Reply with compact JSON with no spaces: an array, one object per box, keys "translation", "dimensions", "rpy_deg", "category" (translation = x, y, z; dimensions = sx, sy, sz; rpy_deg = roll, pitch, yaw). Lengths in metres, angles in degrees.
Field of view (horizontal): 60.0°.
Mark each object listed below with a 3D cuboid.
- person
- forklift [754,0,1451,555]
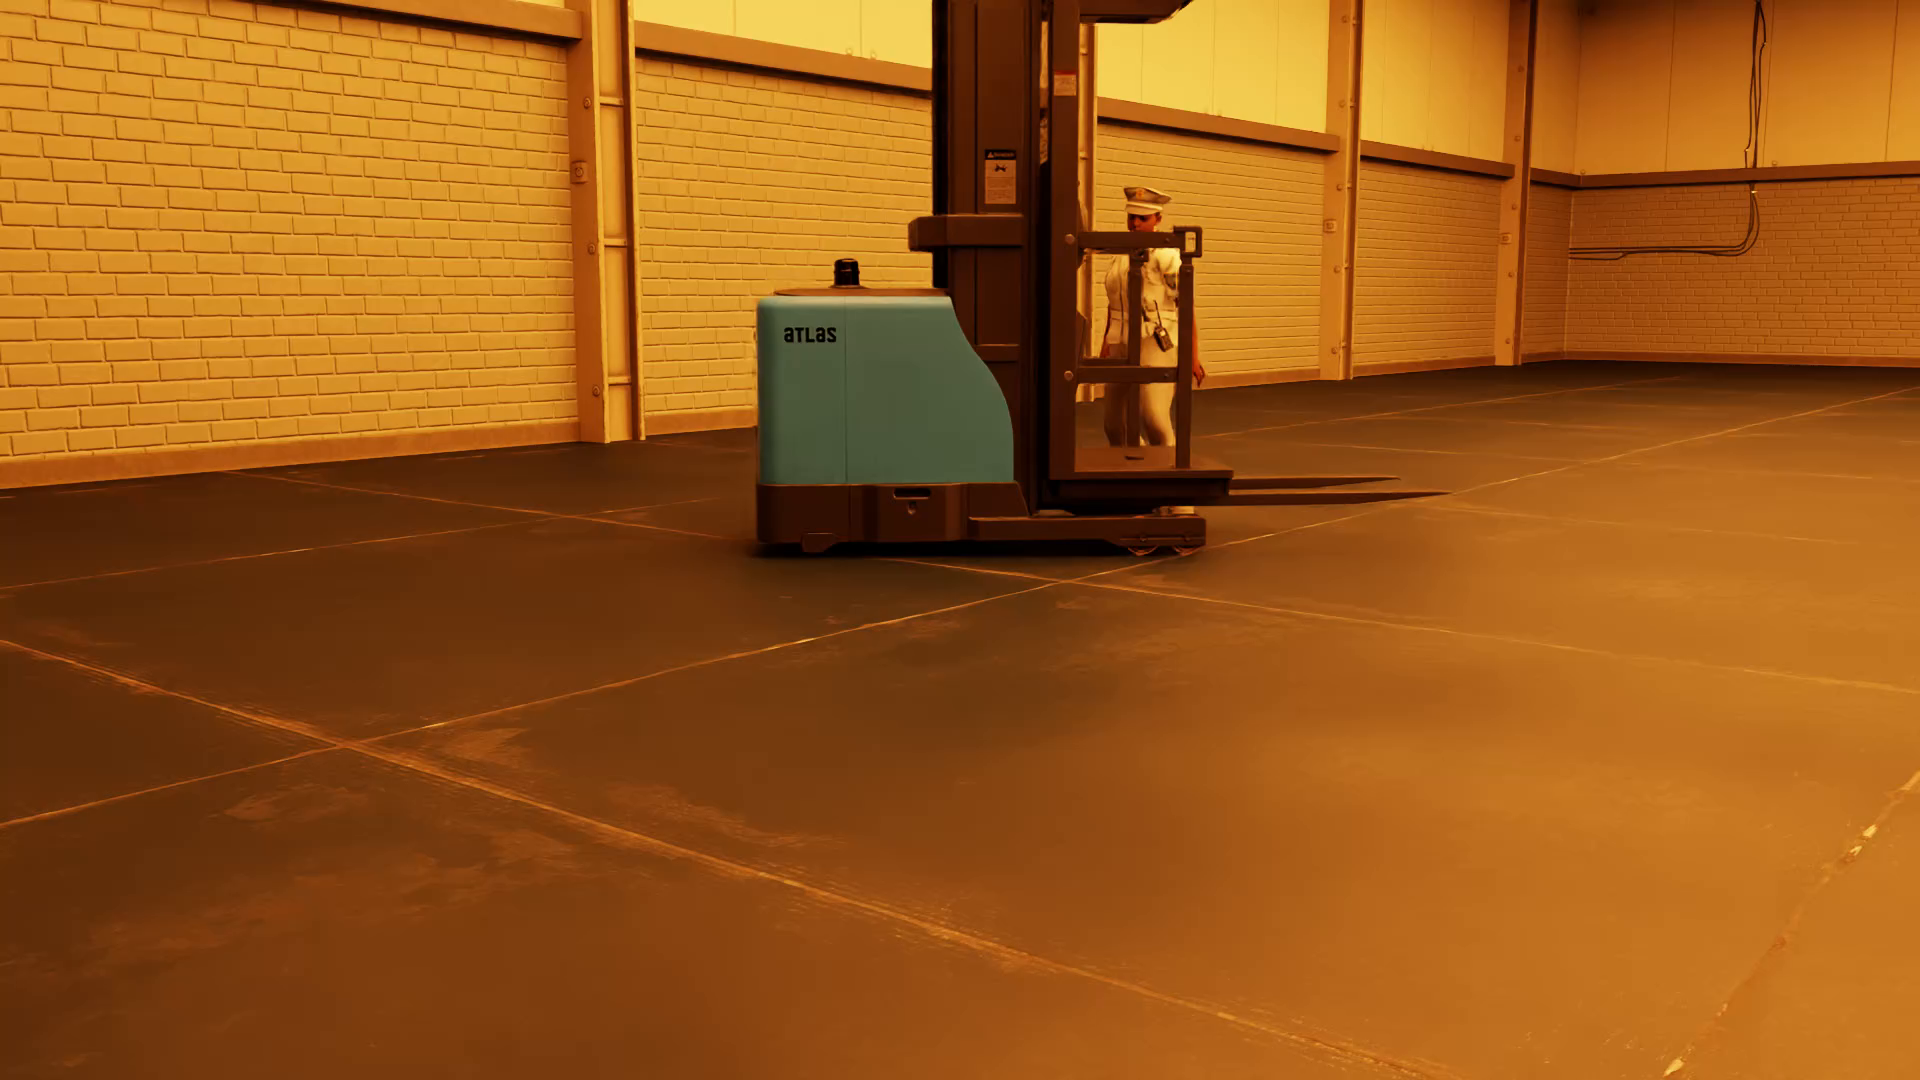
[{"translation":[0.944,-0.935,8.376],"dimensions":[0.436,1.638,0.812],"rpy_deg":[-5,10,-33],"category":"person"},{"translation":[0.617,-1.463,7.279],"dimensions":[3.031,2.935,1.130],"rpy_deg":[-1,8,-6],"category":"forklift"}]
